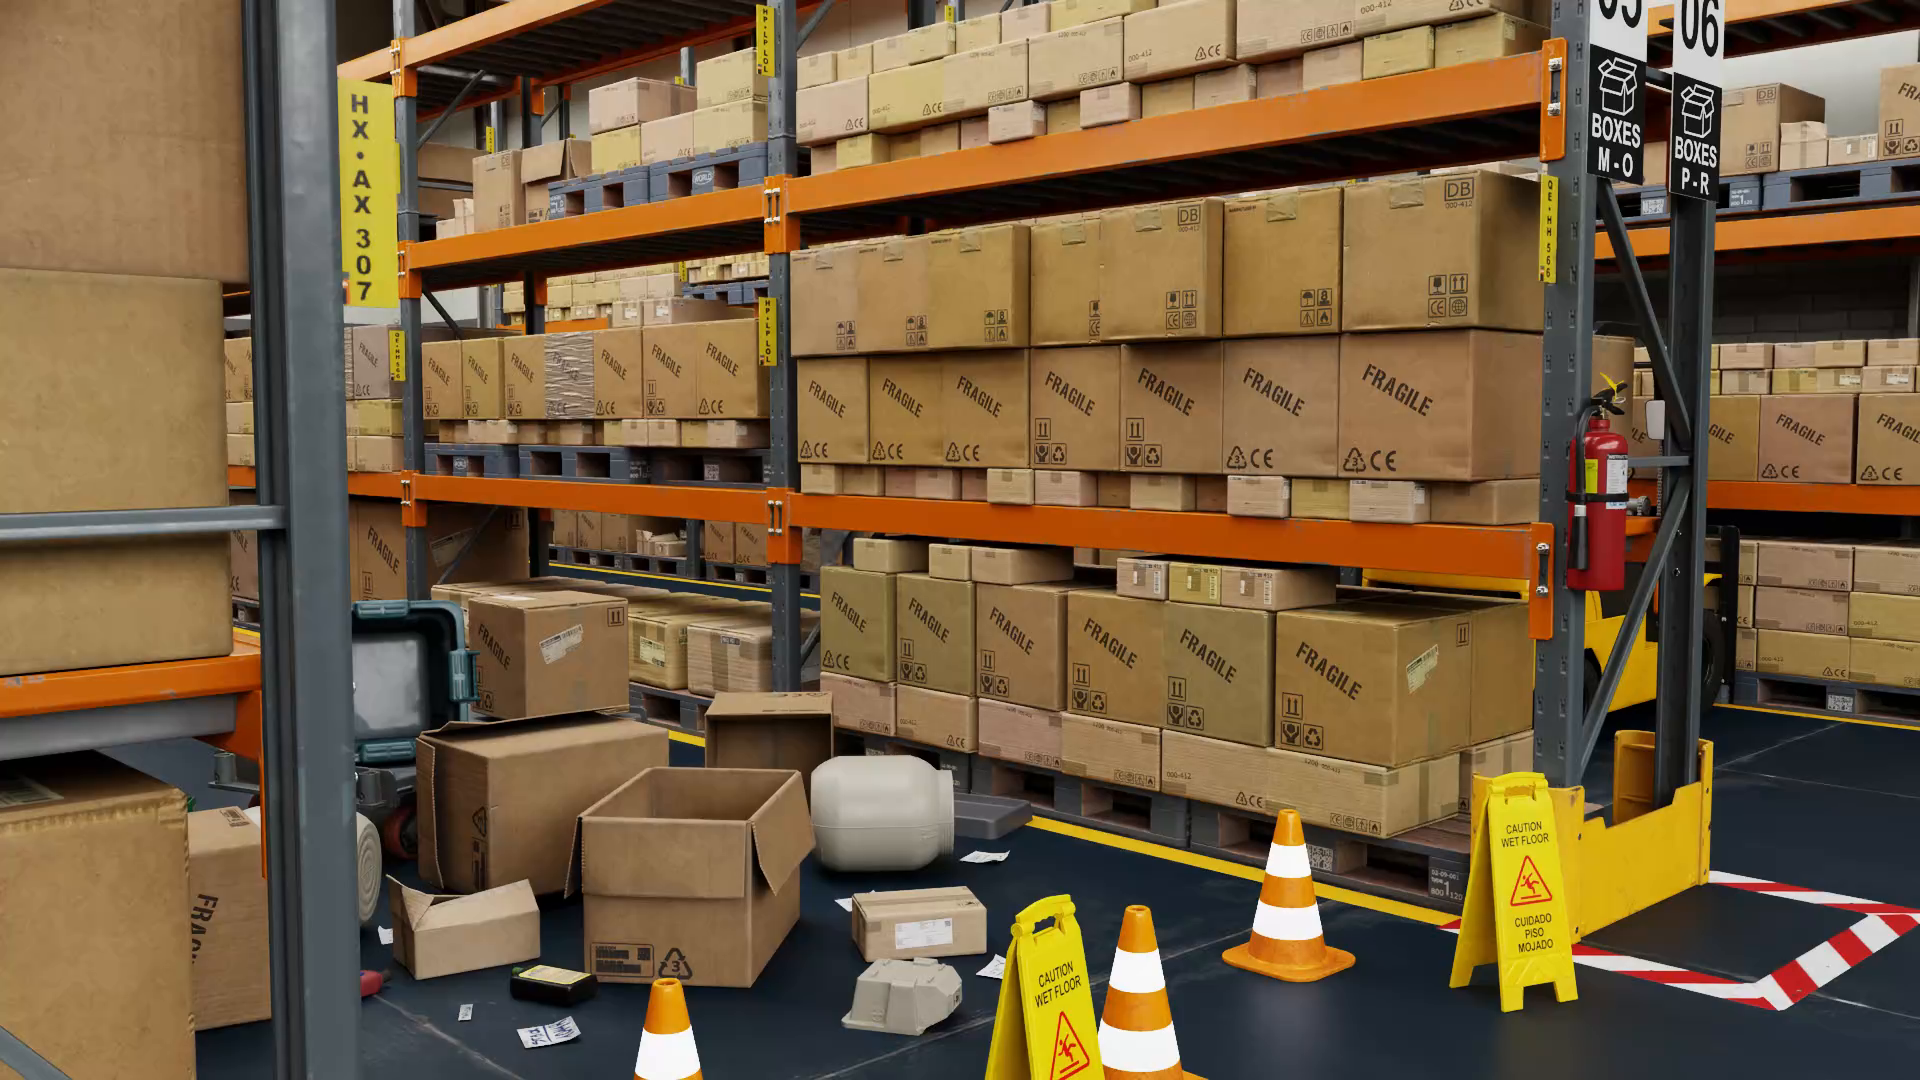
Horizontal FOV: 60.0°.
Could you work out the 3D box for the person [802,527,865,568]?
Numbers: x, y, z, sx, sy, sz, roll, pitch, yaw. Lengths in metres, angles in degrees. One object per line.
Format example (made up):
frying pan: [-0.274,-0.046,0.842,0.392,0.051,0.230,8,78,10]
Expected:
person: [-1.024,-0.112,13.433,0.412,1.630,0.559,-4,6,-45]
